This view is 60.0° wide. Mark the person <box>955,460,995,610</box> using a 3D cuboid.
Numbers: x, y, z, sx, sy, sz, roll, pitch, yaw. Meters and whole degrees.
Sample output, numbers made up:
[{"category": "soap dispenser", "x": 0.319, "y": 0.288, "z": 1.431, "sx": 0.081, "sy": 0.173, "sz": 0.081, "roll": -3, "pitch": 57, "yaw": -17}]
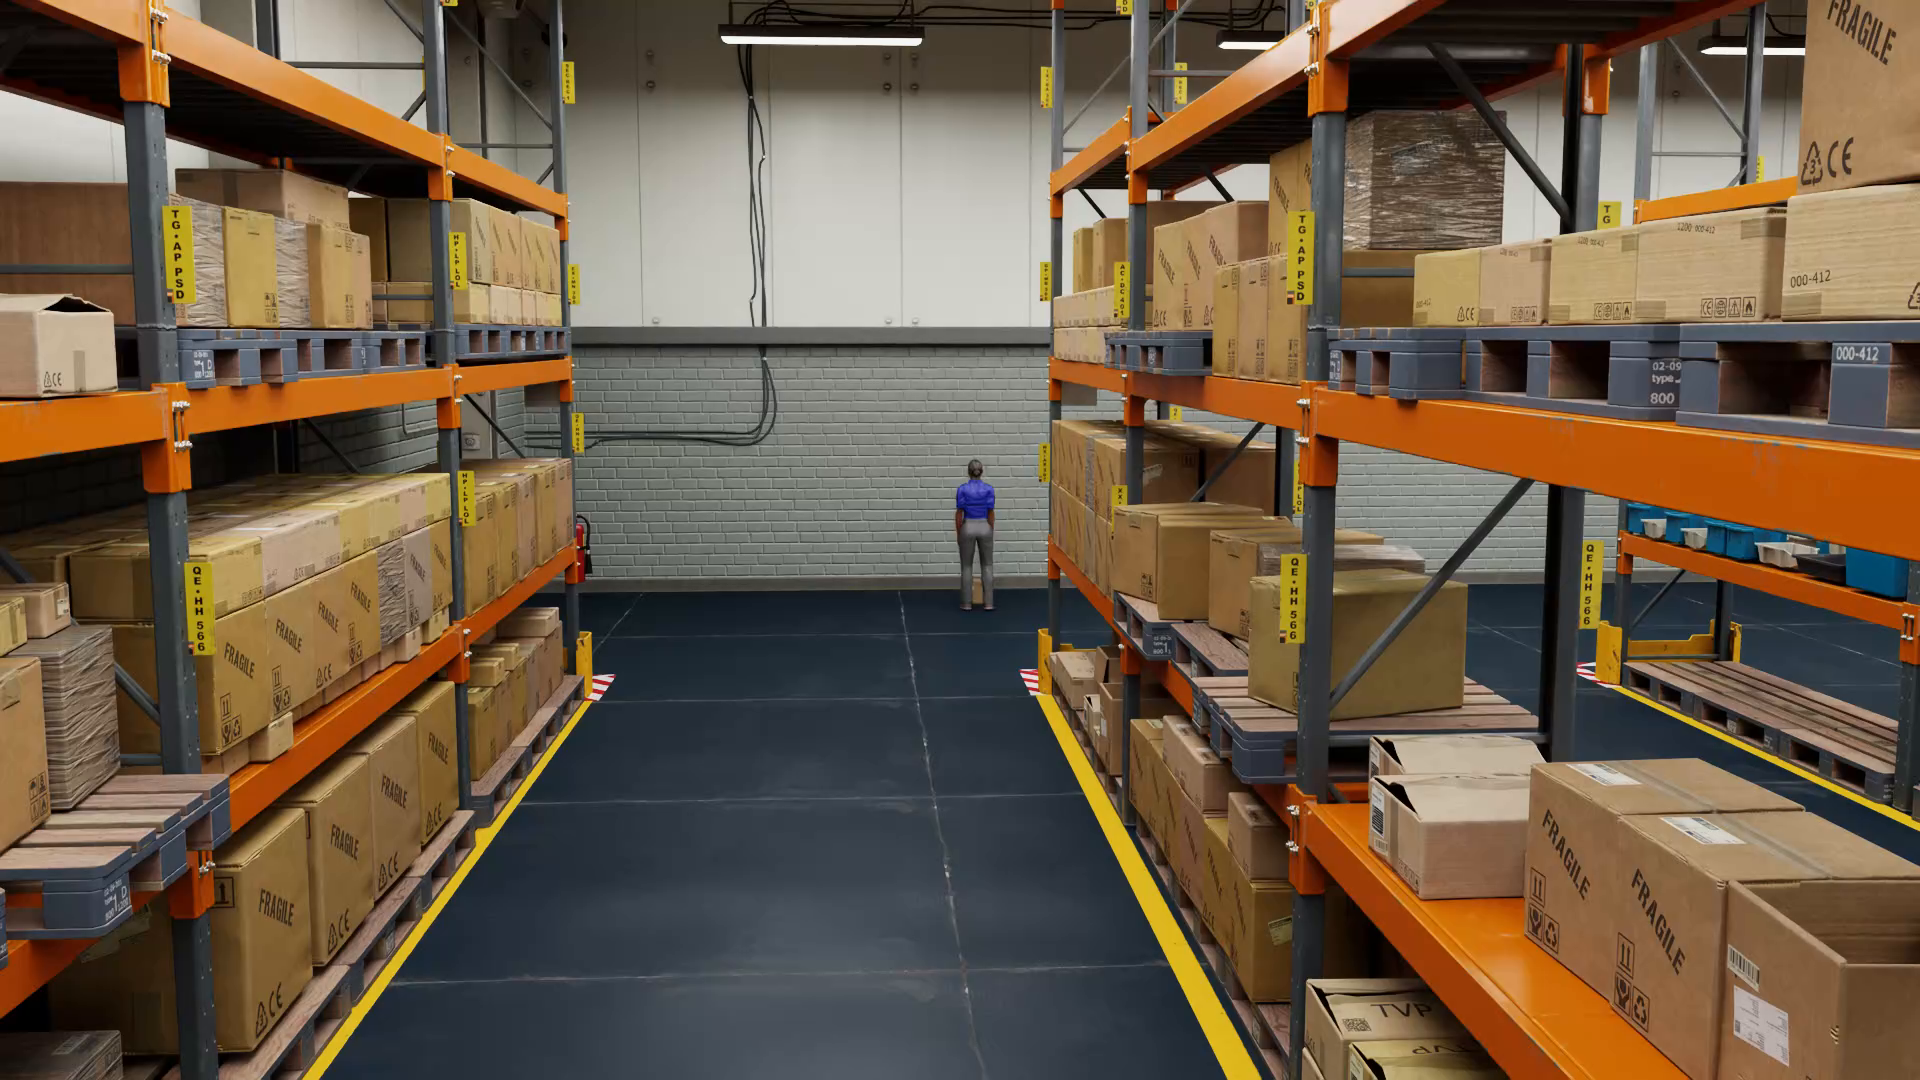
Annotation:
[{"category": "person", "x": 0.163, "y": -0.053, "z": 18.244, "sx": 0.437, "sy": 1.660, "sz": 0.298, "roll": 0, "pitch": 7, "yaw": -3}]
